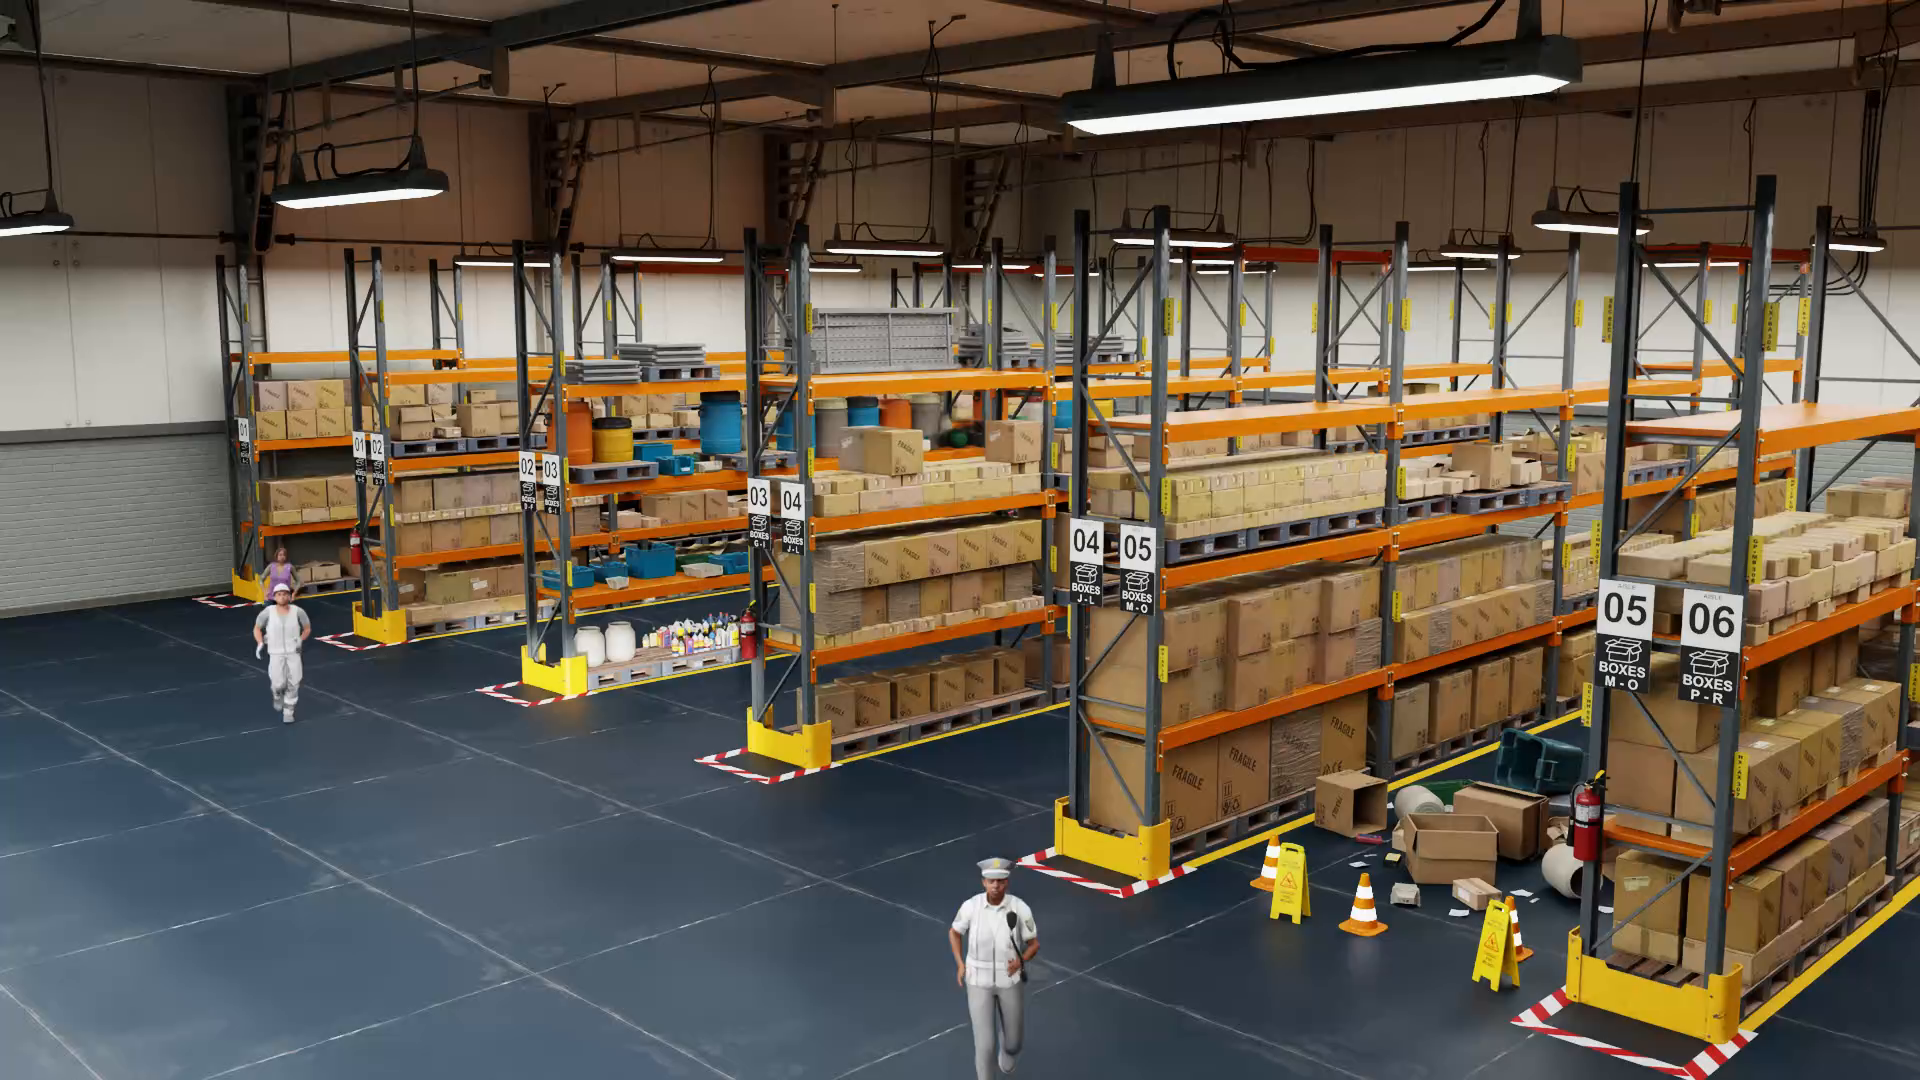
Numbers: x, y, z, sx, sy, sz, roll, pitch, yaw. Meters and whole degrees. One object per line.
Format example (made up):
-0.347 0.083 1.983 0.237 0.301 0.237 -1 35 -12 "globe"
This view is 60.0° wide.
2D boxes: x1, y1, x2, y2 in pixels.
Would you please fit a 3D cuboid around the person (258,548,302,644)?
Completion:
-10.164 0.882 24.891 0.602 1.554 0.631 -3 9 -19 "person"

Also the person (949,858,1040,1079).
0.219 2.834 10.728 0.588 1.666 0.805 0 8 0 "person"

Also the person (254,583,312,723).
-8.350 1.402 20.564 0.656 1.738 0.592 -4 9 -26 "person"
